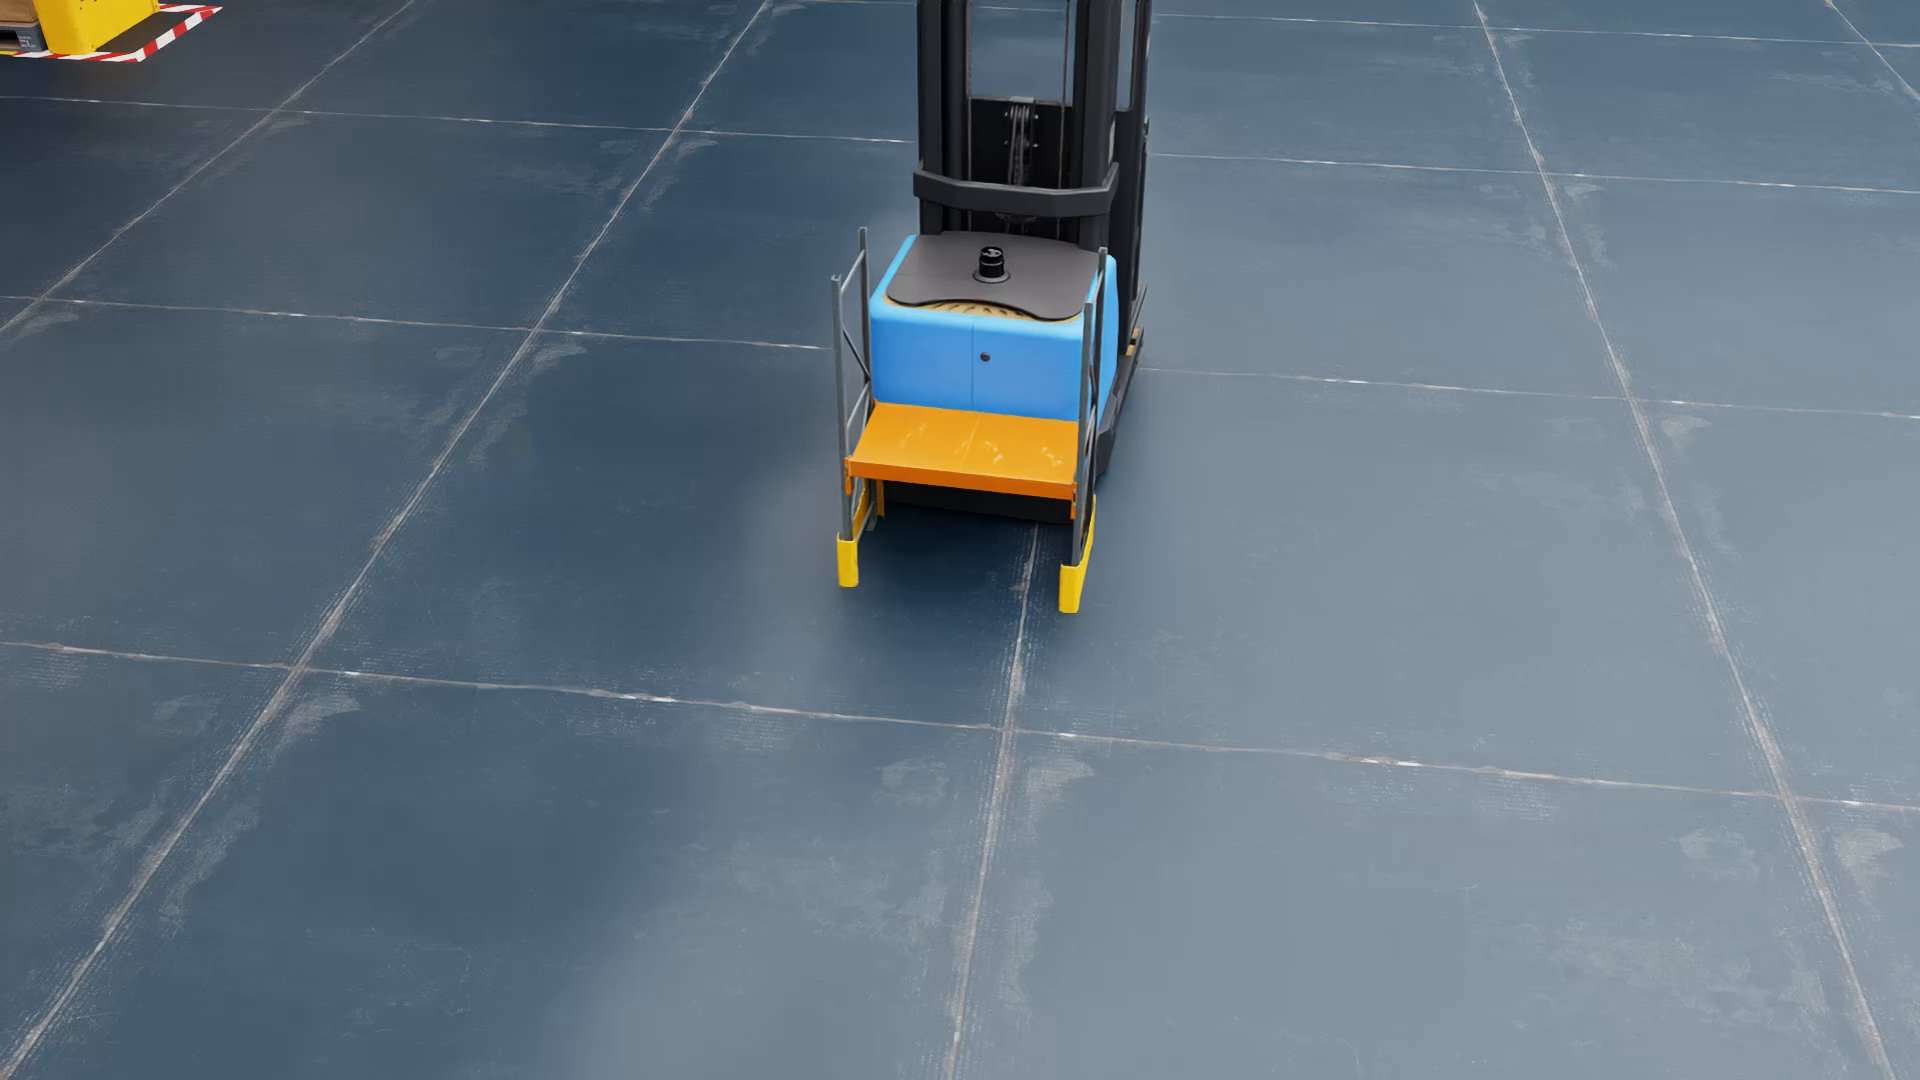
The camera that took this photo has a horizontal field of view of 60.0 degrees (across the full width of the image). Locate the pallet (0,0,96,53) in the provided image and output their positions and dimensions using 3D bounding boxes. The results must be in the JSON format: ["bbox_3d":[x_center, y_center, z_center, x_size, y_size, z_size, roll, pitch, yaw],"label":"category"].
[{"bbox_3d":[-7.799,-4.266,13.546,1.213,0.211,1.003,4,36,6],"label":"pallet"}]

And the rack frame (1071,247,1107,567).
[{"bbox_3d":[0.545,-0.454,7.095,0.032,1.500,0.500,6,36,9],"label":"rack frame"}]

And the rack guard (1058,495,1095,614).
[{"bbox_3d":[0.526,0.053,7.461,0.087,0.250,0.587,6,36,9],"label":"rack guard"}]

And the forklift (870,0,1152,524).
[{"bbox_3d":[0.393,-2.122,8.201,1.130,2.935,3.031,8,36,11],"label":"forklift"}]

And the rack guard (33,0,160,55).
[{"bbox_3d":[-6.972,-4.368,13.440,0.348,0.500,1.175,4,36,6],"label":"rack guard"}]

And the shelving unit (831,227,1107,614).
[{"bbox_3d":[0.037,-0.511,7.175,1.083,1.500,0.587,6,36,9],"label":"shelving unit"}]

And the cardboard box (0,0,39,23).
[{"bbox_3d":[-7.677,-4.705,13.228,0.875,0.875,0.875,4,36,6],"label":"cardboard box"}]

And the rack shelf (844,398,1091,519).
[{"bbox_3d":[0.046,-0.364,7.278,1.000,0.185,0.538,6,36,9],"label":"rack shelf"}]

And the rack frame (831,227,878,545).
[{"bbox_3d":[-0.453,-0.566,7.252,0.032,1.500,0.500,6,36,9],"label":"rack frame"}]

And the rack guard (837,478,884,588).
[{"bbox_3d":[-0.452,-0.057,7.615,0.087,0.250,0.587,6,36,9],"label":"rack guard"}]
